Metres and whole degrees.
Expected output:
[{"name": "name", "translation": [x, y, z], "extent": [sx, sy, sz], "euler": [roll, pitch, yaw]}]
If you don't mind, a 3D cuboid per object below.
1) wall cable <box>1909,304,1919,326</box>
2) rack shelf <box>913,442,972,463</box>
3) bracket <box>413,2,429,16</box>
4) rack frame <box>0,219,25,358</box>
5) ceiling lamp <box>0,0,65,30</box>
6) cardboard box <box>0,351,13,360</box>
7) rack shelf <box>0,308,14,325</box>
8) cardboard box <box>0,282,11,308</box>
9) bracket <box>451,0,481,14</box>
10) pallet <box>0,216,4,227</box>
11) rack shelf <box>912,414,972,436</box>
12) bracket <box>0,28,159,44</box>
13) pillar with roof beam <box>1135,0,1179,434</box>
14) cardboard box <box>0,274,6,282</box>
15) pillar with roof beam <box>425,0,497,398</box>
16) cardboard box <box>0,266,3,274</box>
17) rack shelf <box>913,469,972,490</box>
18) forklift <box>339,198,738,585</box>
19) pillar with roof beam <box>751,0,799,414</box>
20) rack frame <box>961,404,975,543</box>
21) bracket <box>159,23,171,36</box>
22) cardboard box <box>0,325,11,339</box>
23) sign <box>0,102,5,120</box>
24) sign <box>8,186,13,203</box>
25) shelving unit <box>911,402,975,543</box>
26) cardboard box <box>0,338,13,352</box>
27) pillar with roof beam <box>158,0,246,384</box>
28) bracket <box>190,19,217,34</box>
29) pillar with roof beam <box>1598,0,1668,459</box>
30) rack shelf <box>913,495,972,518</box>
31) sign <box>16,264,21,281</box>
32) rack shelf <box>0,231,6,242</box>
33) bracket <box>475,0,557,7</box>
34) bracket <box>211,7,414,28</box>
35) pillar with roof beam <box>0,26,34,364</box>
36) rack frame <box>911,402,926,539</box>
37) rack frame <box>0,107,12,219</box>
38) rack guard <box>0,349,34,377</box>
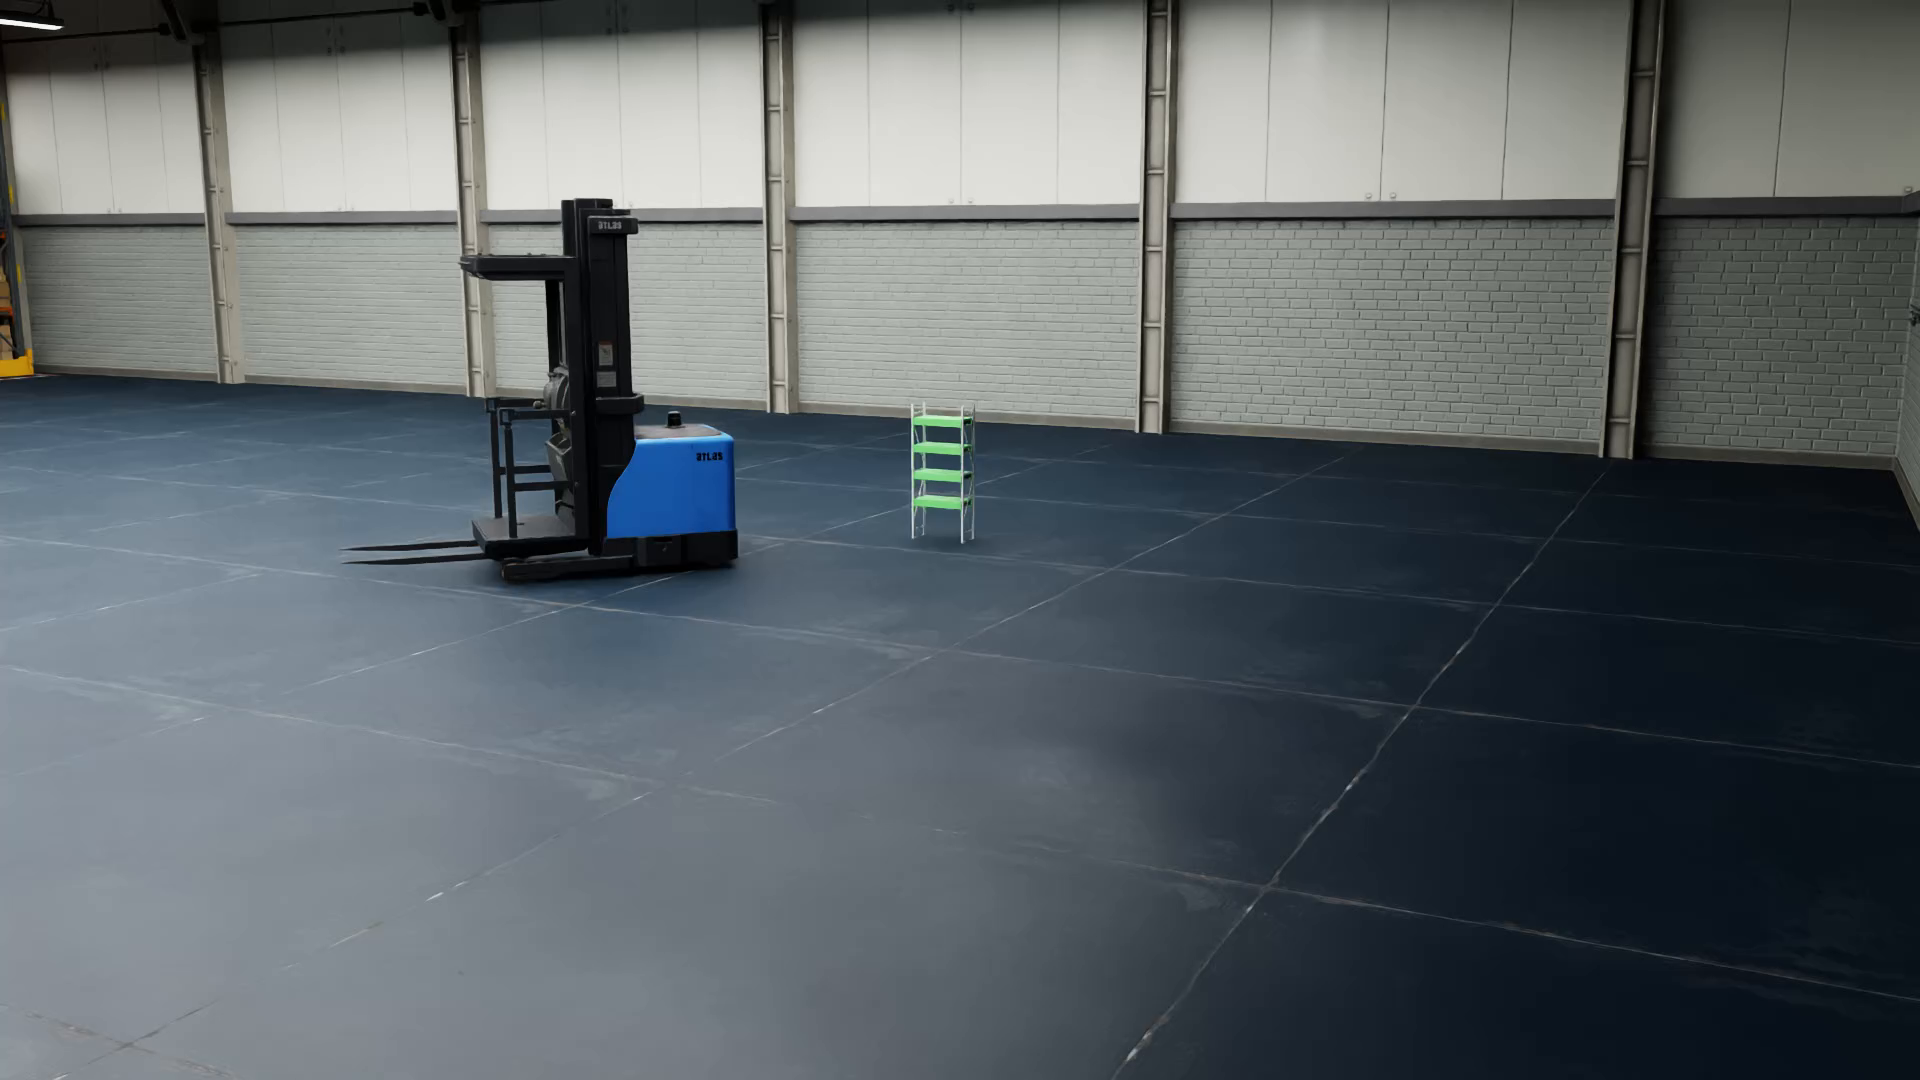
[{"name": "wall cable", "translation": [10.096, -3.475, 17.383], "extent": [0.112, 2.526, 3.097], "euler": [5, 11, 26]}, {"name": "rack shelf", "translation": [-0.148, -0.777, 14.664], "extent": [0.480, 0.148, 0.258], "euler": [5, 11, 26]}, {"name": "bracket", "translation": [-8.632, -8.612, 26.940], "extent": [0.430, 0.232, 0.235], "euler": [5, 11, 26]}, {"name": "rack frame", "translation": [-18.638, -4.660, 32.054], "extent": [0.127, 3.000, 1.000], "euler": [5, 11, 26]}, {"name": "ceiling lamp", "translation": [-14.261, -9.335, 24.652], "extent": [0.800, 3.185, 2.000], "euler": [5, 11, 26]}, {"name": "cardboard box", "translation": [-18.992, -3.583, 32.648], "extent": [0.500, 0.250, 0.500], "euler": [5, 11, 26]}, {"name": "rack shelf", "translation": [-20.432, -4.463, 32.989], "extent": [4.000, 0.370, 1.077], "euler": [5, 11, 26]}, {"name": "cardboard box", "translation": [-18.960, -4.792, 32.506], "extent": [0.500, 0.500, 0.500], "euler": [5, 12, 28]}, {"name": "bracket", "translation": [-7.887, -8.547, 26.579], "extent": [0.430, 0.232, 0.235], "euler": [5, 11, 26]}, {"name": "pallet", "translation": [-19.261, -6.152, 32.125], "extent": [1.213, 0.211, 1.003], "euler": [5, 11, 26]}, {"name": "rack shelf", "translation": [-0.148, -1.013, 14.621], "extent": [0.480, 0.148, 0.258], "euler": [5, 11, 26]}, {"name": "bracket", "translation": [-16.323, -9.288, 30.674], "extent": [4.783, 0.066, 0.076], "euler": [5, 11, 26]}, {"name": "pillar with roof beam", "translation": [0.754, -5.232, 18.369], "extent": [0.400, 9.000, 9.100], "euler": [5, 11, 26]}, {"name": "cardboard box", "translation": [-18.828, -5.096, 32.364], "extent": [0.250, 0.149, 0.380], "euler": [5, 11, 24]}, {"name": "pillar with roof beam", "translation": [-10.007, -6.177, 23.594], "extent": [0.548, 9.000, 9.100], "euler": [5, 11, 26]}, {"name": "cardboard box", "translation": [-18.845, -5.235, 32.295], "extent": [0.250, 0.149, 0.380], "euler": [5, 11, 25]}, {"name": "rack shelf", "translation": [-0.148, -0.541, 14.707], "extent": [0.480, 0.148, 0.258], "euler": [5, 11, 26]}, {"name": "forklift", "translation": [-3.376, -1.204, 13.155], "extent": [3.031, 2.935, 1.130], "euler": [-4, 11, -21]}, {"name": "pillar with roof beam", "translation": [-4.627, -5.705, 20.982], "extent": [0.548, 9.000, 9.100], "euler": [5, 11, 26]}, {"name": "rack frame", "translation": [0.070, -0.584, 14.589], "extent": [0.015, 1.200, 0.240], "euler": [5, 11, 26]}, {"name": "bracket", "translation": [-14.013, -9.085, 29.552], "extent": [0.430, 0.232, 0.235], "euler": [5, 11, 26]}, {"name": "cardboard box", "translation": [-18.986, -4.073, 32.548], "extent": [0.500, 0.250, 0.500], "euler": [5, 11, 25]}, {"name": "sign", "translation": [-18.387, -8.237, 31.909], "extent": [0.005, 0.325, 0.100], "euler": [5, 11, 26]}, {"name": "sign", "translation": [-18.387, -6.693, 32.189], "extent": [0.005, 0.325, 0.100], "euler": [5, 11, 26]}, {"name": "shelving unit", "translation": [-0.148, -0.603, 14.695], "extent": [0.503, 1.200, 0.258], "euler": [5, 11, 26]}, {"name": "cardboard box", "translation": [-18.968, -3.829, 32.605], "extent": [0.500, 0.250, 0.500], "euler": [5, 12, 27]}, {"name": "pillar with roof beam", "translation": [-15.388, -6.650, 26.207], "extent": [0.548, 9.000, 9.100], "euler": [5, 11, 26]}, {"name": "bracket", "translation": [-13.268, -9.020, 29.191], "extent": [0.430, 0.232, 0.235], "euler": [5, 11, 26]}, {"name": "pillar with roof beam", "translation": [6.135, -4.759, 15.757], "extent": [0.400, 9.000, 9.100], "euler": [5, 11, 26]}, {"name": "rack shelf", "translation": [-0.148, -0.304, 14.750], "extent": [0.480, 0.148, 0.258], "euler": [5, 11, 26]}, {"name": "sign", "translation": [-18.387, -5.213, 32.457], "extent": [0.005, 0.325, 0.100], "euler": [5, 11, 26]}, {"name": "rack shelf", "translation": [-20.432, -5.939, 32.721], "extent": [4.000, 0.370, 1.077], "euler": [5, 11, 26]}, {"name": "bracket", "translation": [-5.562, -8.342, 25.449], "extent": [4.783, 0.066, 0.076], "euler": [5, 11, 26]}, {"name": "bracket", "translation": [-10.942, -8.815, 28.062], "extent": [4.783, 0.066, 0.076], "euler": [5, 11, 26]}, {"name": "pillar with roof beam", "translation": [-20.769, -7.123, 28.819], "extent": [0.400, 9.000, 9.100], "euler": [5, 11, 26]}, {"name": "rack frame", "translation": [-0.367, -0.623, 14.802], "extent": [0.015, 1.200, 0.240], "euler": [5, 11, 26]}, {"name": "rack frame", "translation": [-18.638, -7.612, 31.519], "extent": [0.127, 3.000, 1.000], "euler": [5, 11, 26]}, {"name": "rack guard", "translation": [-18.617, -3.428, 32.266], "extent": [0.348, 0.500, 1.175], "euler": [5, 11, 26]}]
